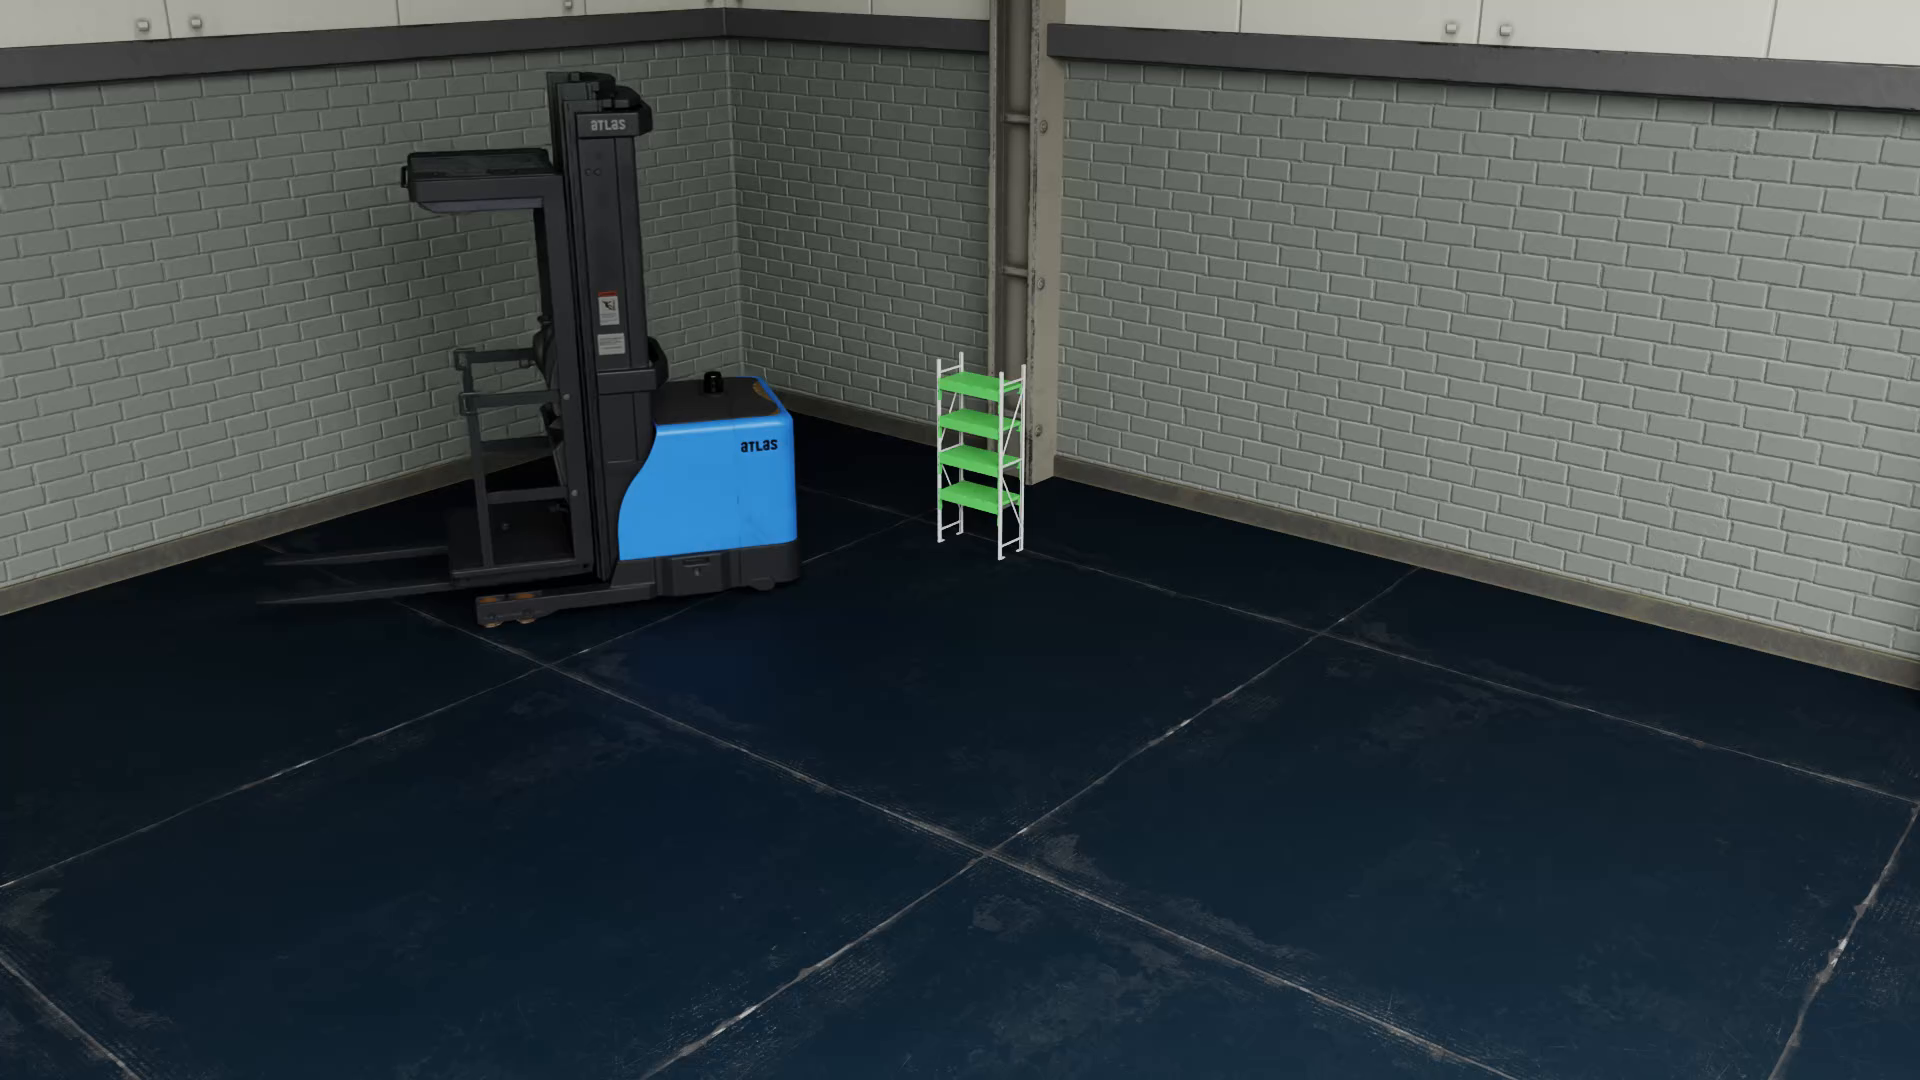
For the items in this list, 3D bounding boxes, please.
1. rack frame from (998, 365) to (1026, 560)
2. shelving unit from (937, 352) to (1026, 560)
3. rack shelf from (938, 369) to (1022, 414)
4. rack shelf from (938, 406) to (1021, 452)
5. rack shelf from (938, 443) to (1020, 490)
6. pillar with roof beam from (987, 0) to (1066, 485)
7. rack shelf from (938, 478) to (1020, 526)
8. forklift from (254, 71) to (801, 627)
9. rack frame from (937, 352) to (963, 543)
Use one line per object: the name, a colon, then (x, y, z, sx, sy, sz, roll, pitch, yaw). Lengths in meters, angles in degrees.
rack frame: (0.317, -0.470, 10.214, 0.015, 1.200, 0.240, 16, 26, 36)
shelving unit: (0.128, -0.524, 10.359, 0.503, 1.200, 0.258, 16, 26, 36)
rack shelf: (0.128, -0.914, 10.212, 0.480, 0.148, 0.258, 16, 26, 36)
rack shelf: (0.128, -0.689, 10.296, 0.480, 0.148, 0.258, 16, 26, 36)
rack shelf: (0.128, -0.465, 10.381, 0.480, 0.148, 0.258, 16, 26, 36)
pillar with roof beam: (-2.284, -3.504, 7.206, 0.400, 9.000, 9.100, 16, 26, 36)
rack shelf: (0.128, -0.240, 10.466, 0.480, 0.148, 0.258, 16, 26, 36)
forklift: (-2.522, -1.088, 9.399, 3.031, 2.935, 1.130, -6, 22, -16)
rack frame: (-0.061, -0.579, 10.503, 0.015, 1.200, 0.240, 16, 26, 36)
